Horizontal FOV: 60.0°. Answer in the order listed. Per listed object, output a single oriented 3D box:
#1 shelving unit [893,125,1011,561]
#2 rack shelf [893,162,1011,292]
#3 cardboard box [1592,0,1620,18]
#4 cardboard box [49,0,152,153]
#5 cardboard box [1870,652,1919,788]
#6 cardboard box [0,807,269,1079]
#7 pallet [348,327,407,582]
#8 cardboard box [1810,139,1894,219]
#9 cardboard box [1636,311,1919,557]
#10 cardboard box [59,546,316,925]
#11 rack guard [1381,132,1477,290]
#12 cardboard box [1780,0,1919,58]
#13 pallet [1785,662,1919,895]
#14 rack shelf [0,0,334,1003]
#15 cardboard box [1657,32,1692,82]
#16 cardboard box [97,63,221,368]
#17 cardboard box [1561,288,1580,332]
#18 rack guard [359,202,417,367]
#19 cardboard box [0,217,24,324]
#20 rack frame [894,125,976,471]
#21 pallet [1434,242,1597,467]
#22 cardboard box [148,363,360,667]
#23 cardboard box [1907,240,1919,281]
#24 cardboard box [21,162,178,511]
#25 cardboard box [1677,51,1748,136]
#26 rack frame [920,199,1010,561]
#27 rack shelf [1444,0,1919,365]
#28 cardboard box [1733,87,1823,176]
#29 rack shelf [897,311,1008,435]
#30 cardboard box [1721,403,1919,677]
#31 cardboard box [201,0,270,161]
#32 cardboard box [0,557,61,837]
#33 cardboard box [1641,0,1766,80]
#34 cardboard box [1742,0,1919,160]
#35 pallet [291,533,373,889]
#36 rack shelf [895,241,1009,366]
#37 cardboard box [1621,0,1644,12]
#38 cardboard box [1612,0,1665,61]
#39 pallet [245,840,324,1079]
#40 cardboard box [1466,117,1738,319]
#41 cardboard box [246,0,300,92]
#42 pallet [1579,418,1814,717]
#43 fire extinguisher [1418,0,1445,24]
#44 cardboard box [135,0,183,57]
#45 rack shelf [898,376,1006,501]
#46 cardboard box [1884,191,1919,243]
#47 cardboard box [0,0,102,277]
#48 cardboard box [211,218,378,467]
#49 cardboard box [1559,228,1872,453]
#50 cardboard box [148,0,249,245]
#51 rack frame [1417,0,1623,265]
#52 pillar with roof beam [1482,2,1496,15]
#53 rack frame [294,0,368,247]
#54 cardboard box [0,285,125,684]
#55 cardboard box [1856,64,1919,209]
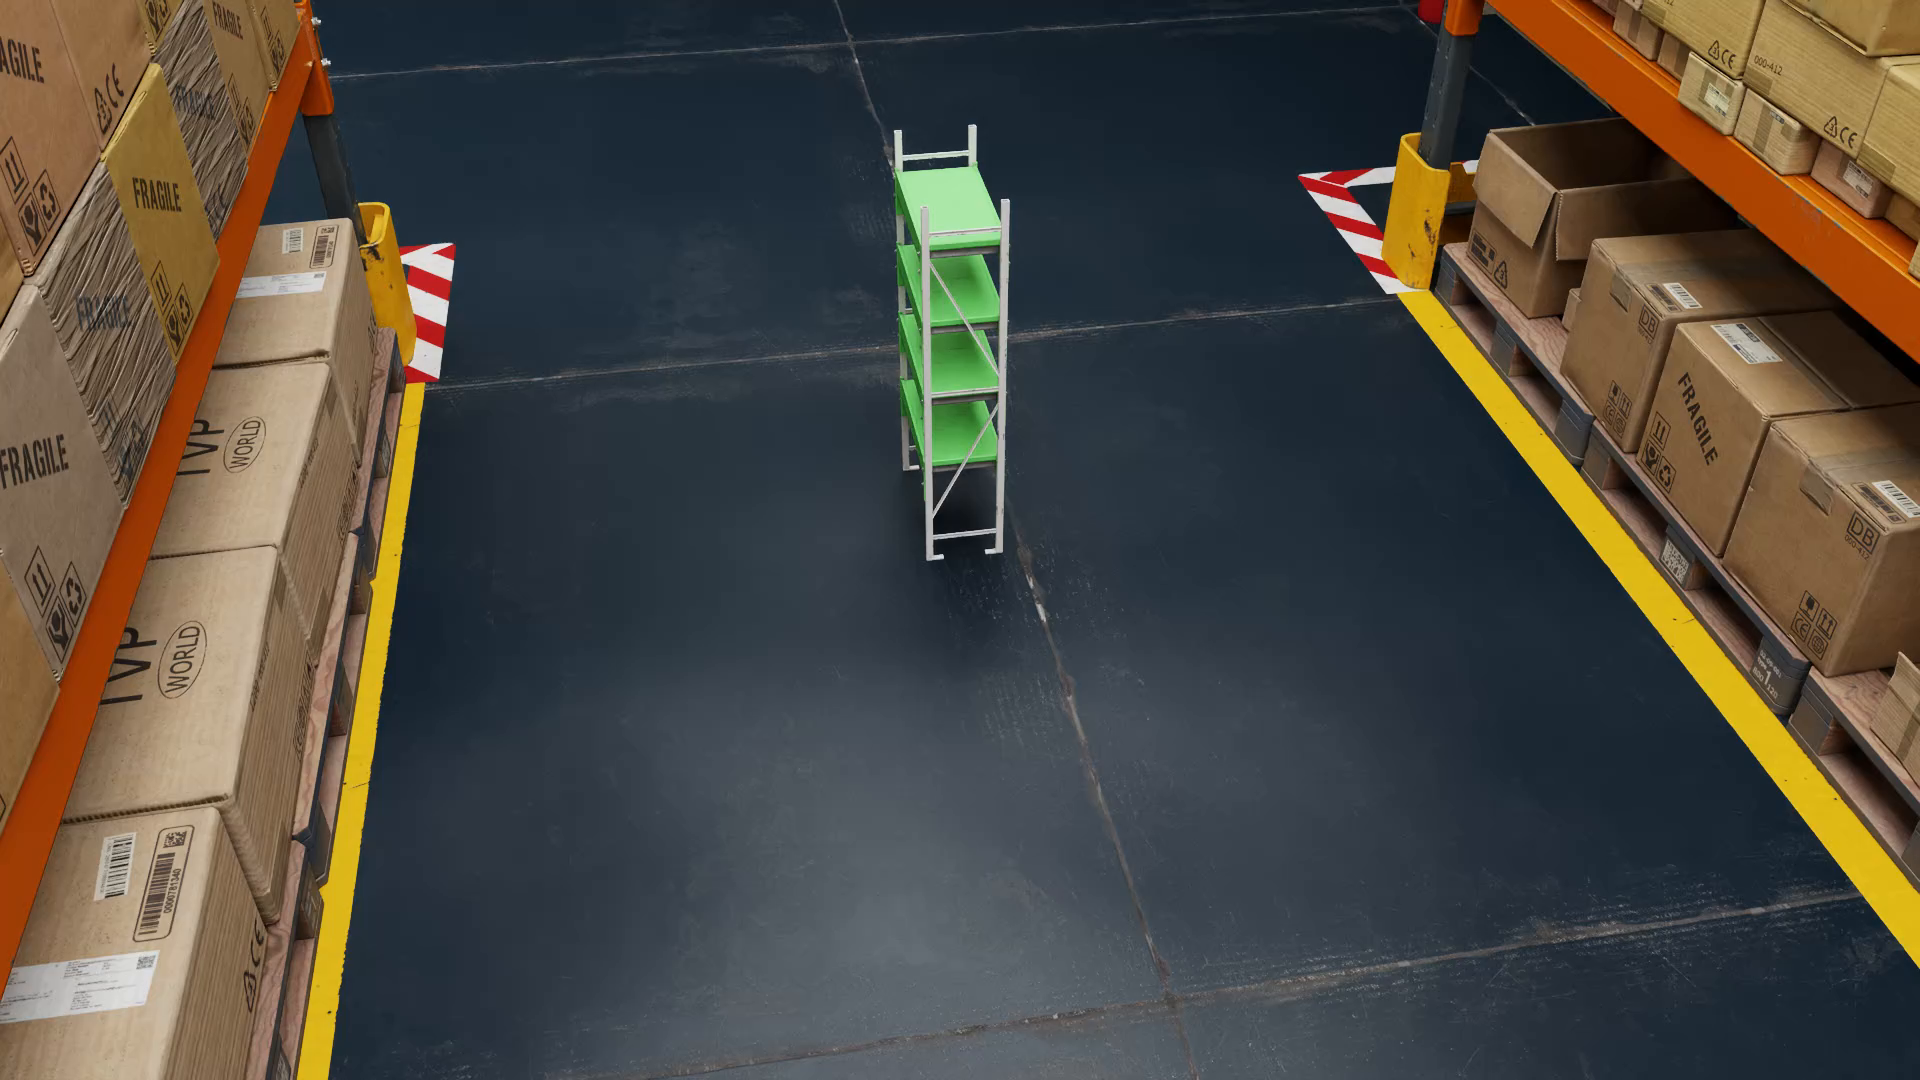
[{"bbox_3d":[-0.029,-0.574,5.011,0.258,1.200,0.503,-6,38,-8],"label":"shelving unit"},{"bbox_3d":[-0.029,-0.902,4.755,0.258,0.148,0.480,-6,38,-8],"label":"rack shelf"},{"bbox_3d":[2.244,-1.740,5.249,0.380,0.149,0.250,-7,38,-9],"label":"cardboard box"},{"bbox_3d":[-1.991,-1.088,3.308,0.500,0.500,0.500,-6,38,-8],"label":"cardboard box"},{"bbox_3d":[2.538,0.439,4.126,0.396,0.266,0.258,-5,38,-6],"label":"cardboard box"},{"bbox_3d":[-1.903,1.037,3.217,0.875,0.438,0.875,-7,38,-9],"label":"cardboard box"},{"bbox_3d":[-2.383,-0.259,5.411,1.003,0.211,1.213,-6,38,-8],"label":"pallet"},{"bbox_3d":[2.430,-0.955,4.239,0.380,0.149,0.250,-6,38,-8],"label":"cardboard box"},{"bbox_3d":[2.406,-0.319,4.911,0.500,0.500,0.500,-6,38,-7],"label":"cardboard box"},{"bbox_3d":[-2.061,0.496,3.912,0.875,0.438,0.875,-7,38,-9],"label":"cardboard box"},{"bbox_3d":[2.299,-1.337,6.564,1.175,0.500,0.348,-6,38,-8],"label":"rack guard"},{"bbox_3d":[2.364,-1.516,4.025,0.500,0.500,0.500,-5,38,-7],"label":"cardboard box"},{"bbox_3d":[2.868,0.732,4.136,1.003,0.211,1.213,-6,38,-8],"label":"pallet"},{"bbox_3d":[-2.250,-0.342,3.832,1.077,0.370,4.000,-6,38,-8],"label":"rack shelf"},{"bbox_3d":[2.280,-1.421,4.838,0.380,0.149,0.250,-6,38,-7],"label":"cardboard box"},{"bbox_3d":[-1.979,-0.686,3.607,0.500,0.500,0.500,-5,38,-7],"label":"cardboard box"},{"bbox_3d":[2.336,-0.770,5.778,0.380,0.149,0.250,-8,38,-10],"label":"cardboard box"},{"bbox_3d":[-2.604,-0.862,5.952,1.175,0.500,0.348,-6,38,-8],"label":"rack guard"},{"bbox_3d":[-1.826,-0.472,2.516,0.500,0.500,0.500,-7,38,-9],"label":"cardboard box"},{"bbox_3d":[-0.072,-0.721,5.200,0.240,1.200,0.015,-6,38,-8],"label":"rack frame"},{"bbox_3d":[2.440,-0.742,6.033,1.003,0.211,1.213,-6,38,-8],"label":"pallet"},{"bbox_3d":[-2.217,-0.049,4.614,0.875,0.438,0.875,-5,38,-7],"label":"cardboard box"},{"bbox_3d":[2.455,-0.643,3.837,0.380,0.149,0.250,-7,38,-9],"label":"cardboard box"},{"bbox_3d":[-1.888,-0.375,3.206,0.500,0.500,0.500,-6,38,-8],"label":"cardboard box"},{"bbox_3d":[2.250,-1.260,4.631,0.380,0.149,0.250,-7,38,-9],"label":"cardboard box"},{"bbox_3d":[0.014,-0.426,4.821,0.240,1.200,0.015,-6,38,-8],"label":"rack frame"},{"bbox_3d":[2.637,-0.878,4.522,1.077,0.370,4.000,-6,38,-8],"label":"rack shelf"},{"bbox_3d":[2.317,-1.103,4.429,0.380,0.149,0.250,-5,38,-7],"label":"cardboard box"},{"bbox_3d":[-0.029,-0.523,5.050,0.258,0.148,0.480,-6,38,-8],"label":"rack shelf"},{"bbox_3d":[2.593,-0.022,4.529,0.700,0.500,0.500,-8,38,-10],"label":"cardboard box"},{"bbox_3d":[-2.182,-1.306,4.405,0.500,0.500,0.500,-7,38,-9],"label":"cardboard box"},{"bbox_3d":[-1.723,0.231,2.427,0.500,0.500,0.500,-5,38,-6],"label":"cardboard box"},{"bbox_3d":[2.281,-1.515,4.635,0.500,0.250,0.500,-7,38,-9],"label":"cardboard box"},{"bbox_3d":[2.392,-1.209,4.241,0.500,0.250,0.500,-7,38,-9],"label":"cardboard box"},{"bbox_3d":[-2.172,0.477,4.464,1.003,0.211,1.213,-6,38,-8],"label":"pallet"},{"bbox_3d":[-0.029,-0.713,4.903,0.258,0.148,0.480,-6,38,-8],"label":"rack shelf"},{"bbox_3d":[2.189,-1.821,5.029,0.500,0.250,0.500,-6,38,-7],"label":"cardboard box"},{"bbox_3d":[2.228,-1.580,5.044,0.380,0.149,0.250,-5,38,-7],"label":"cardboard box"},{"bbox_3d":[-1.955,1.215,3.514,1.003,0.211,1.213,-6,38,-8],"label":"pallet"},{"bbox_3d":[2.300,-1.171,6.005,0.797,0.503,0.637,-8,38,-10],"label":"cardboard box"},{"bbox_3d":[-2.255,-1.611,4.797,0.500,0.500,0.500,-6,38,-8],"label":"cardboard box"},{"bbox_3d":[2.651,-0.007,5.087,1.003,0.211,1.213,-6,38,-8],"label":"pallet"},{"bbox_3d":[1.805,-2.232,6.045,0.296,0.674,0.183,-6,38,-8],"label":"fire extinguisher"},{"bbox_3d":[-2.077,-1.392,3.700,0.500,0.500,0.500,-6,38,-8],"label":"cardboard box"},{"bbox_3d":[-0.029,-0.334,5.197,0.258,0.148,0.480,-6,38,-8],"label":"rack shelf"},{"bbox_3d":[2.519,-0.811,4.053,0.380,0.149,0.250,-6,38,-7],"label":"cardboard box"},{"bbox_3d":[-1.905,-0.783,2.916,0.500,0.500,0.500,-6,38,-7],"label":"cardboard box"},{"bbox_3d":[-2.386,-0.601,5.324,0.875,0.438,0.875,-7,38,-9],"label":"cardboard box"},{"bbox_3d":[2.411,-0.649,5.336,0.700,0.500,0.500,-5,38,-6],"label":"cardboard box"},{"bbox_3d":[-2.082,-0.997,4.006,0.500,0.500,0.500,-5,38,-7],"label":"cardboard box"},{"bbox_3d":[2.286,-2.370,5.856,1.000,3.000,0.127,-6,38,-8],"label":"rack frame"},{"bbox_3d":[-1.538,-6.002,5.641,9.100,9.000,0.400,-6,38,-8],"label":"pillar with roof beam"},{"bbox_3d":[-2.600,-1.834,5.166,1.000,3.000,0.127,-6,38,-8],"label":"rack frame"},{"bbox_3d":[-1.808,-0.074,2.819,0.500,0.500,0.500,-6,38,-8],"label":"cardboard box"},{"bbox_3d":[2.481,-0.898,3.840,0.500,0.250,0.500,-6,38,-8],"label":"cardboard box"}]
